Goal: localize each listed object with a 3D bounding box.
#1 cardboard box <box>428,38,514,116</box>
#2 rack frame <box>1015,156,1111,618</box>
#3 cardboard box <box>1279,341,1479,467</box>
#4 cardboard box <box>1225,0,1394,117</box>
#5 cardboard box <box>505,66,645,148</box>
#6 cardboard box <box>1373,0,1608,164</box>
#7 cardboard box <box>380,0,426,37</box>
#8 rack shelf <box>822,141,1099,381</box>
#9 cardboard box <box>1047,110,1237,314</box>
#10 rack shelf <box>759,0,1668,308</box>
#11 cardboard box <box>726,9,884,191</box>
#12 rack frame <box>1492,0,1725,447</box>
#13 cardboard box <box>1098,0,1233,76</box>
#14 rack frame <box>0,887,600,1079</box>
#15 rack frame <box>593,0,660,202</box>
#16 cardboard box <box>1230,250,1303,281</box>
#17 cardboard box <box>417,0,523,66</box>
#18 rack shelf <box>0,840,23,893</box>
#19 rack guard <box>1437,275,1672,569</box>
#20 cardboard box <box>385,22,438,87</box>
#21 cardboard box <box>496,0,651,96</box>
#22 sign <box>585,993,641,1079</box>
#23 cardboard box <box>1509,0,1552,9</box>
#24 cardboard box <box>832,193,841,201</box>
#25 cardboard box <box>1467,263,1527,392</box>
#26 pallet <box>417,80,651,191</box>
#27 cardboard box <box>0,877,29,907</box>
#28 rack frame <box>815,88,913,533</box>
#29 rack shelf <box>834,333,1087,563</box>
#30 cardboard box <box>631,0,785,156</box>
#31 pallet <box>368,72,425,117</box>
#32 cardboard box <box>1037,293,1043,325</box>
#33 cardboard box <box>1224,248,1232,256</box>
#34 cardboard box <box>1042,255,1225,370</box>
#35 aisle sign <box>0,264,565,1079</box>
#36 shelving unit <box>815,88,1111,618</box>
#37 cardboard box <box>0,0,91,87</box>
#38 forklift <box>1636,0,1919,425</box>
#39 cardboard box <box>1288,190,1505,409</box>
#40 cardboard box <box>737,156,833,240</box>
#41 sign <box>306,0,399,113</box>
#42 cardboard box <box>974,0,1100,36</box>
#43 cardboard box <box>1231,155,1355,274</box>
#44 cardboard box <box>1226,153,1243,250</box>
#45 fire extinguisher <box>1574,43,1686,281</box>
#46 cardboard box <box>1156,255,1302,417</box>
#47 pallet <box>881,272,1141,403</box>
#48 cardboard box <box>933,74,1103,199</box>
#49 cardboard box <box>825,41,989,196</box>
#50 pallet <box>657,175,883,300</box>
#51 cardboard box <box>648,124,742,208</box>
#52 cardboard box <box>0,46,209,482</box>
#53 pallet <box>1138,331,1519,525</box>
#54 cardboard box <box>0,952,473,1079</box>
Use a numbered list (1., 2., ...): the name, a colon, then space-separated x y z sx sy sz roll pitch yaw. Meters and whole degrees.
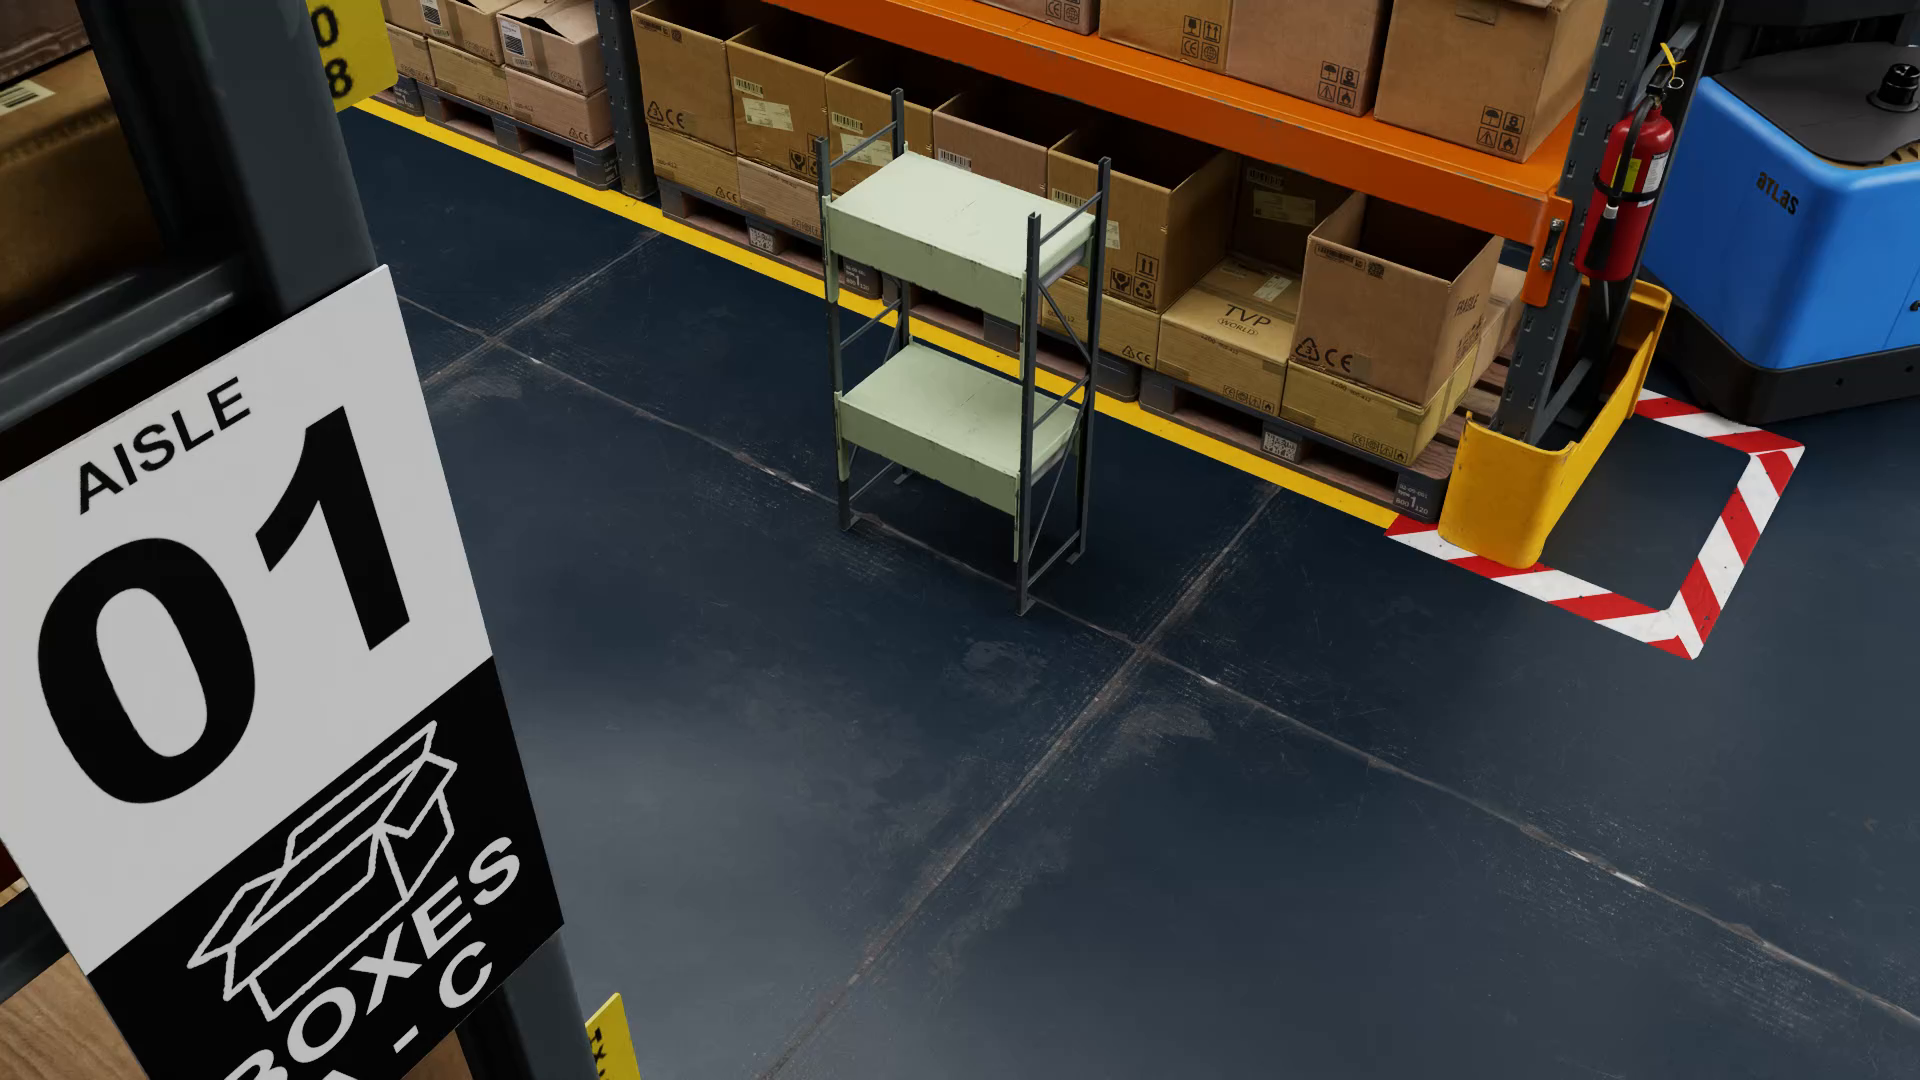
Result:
1. cardboard box: -2.103 -2.253 7.766 0.500 0.250 0.500 24 47 25
2. rack frame: 0.305 -0.416 5.090 0.023 1.500 0.400 25 48 25
3. cardboard box: 1.482 -0.571 5.885 0.500 0.250 0.500 25 48 25
4. cardboard box: 1.283 -1.816 5.455 0.500 0.500 0.700 26 48 26
5. cardboard box: -1.690 -2.059 7.548 0.500 0.250 0.500 25 47 25
6. cardboard box: 1.716 -1.618 5.233 0.500 0.500 0.700 25 48 25
7. cardboard box: -2.517 -2.654 7.793 0.500 0.311 0.500 25 47 25
8. rack shelf: 0.005 -0.847 4.987 0.720 0.370 0.431 25 48 25
9. cardboard box: 0.654 -1.224 6.053 0.500 0.500 0.500 25 48 25
10. rack shelf: 0.453 -1.892 6.155 4.000 0.370 1.077 25 48 25
11. cardboard box: -0.571 -1.802 6.699 0.500 0.500 0.500 25 48 25
12. rack frame: 2.091 -1.395 5.059 0.127 3.000 1.000 25 48 25
13. cardboard box: 0.880 -2.009 5.671 0.500 0.500 0.700 25 48 26
14. rack frame: -0.751 1.311 2.035 0.127 3.000 1.000 25 48 25
15. rack frame: -1.184 -2.926 6.771 0.127 3.000 1.000 25 48 25
16. cardboard box: 1.368 -1.043 6.413 0.500 0.250 0.500 25 48 25
17. cardboard box: -2.110 -2.461 7.578 0.500 0.311 0.500 26 48 26
18. rack shelf: -2.388 -0.304 2.131 4.000 0.370 1.077 25 48 25
19. rack guard: 2.110 -0.454 5.883 0.348 0.500 1.175 25 48 25
20. cardboard box: -2.522 -2.449 7.984 0.500 0.250 0.500 26 48 26
21. cardboard box: -1.680 -2.266 7.359 0.500 0.311 0.500 25 48 25
22. sign: -0.439 0.692 2.078 0.005 0.325 0.100 25 48 25
23. cardboard box: 1.668 -1.716 4.857 0.250 0.149 0.380 24 47 25
24. cardboard box: -0.166 -1.327 6.730 0.500 0.250 0.500 25 48 25
25. cardboard box: 1.779 -0.853 6.201 0.500 0.250 0.500 25 48 25
26. pallet: -1.810 -2.148 7.992 1.213 0.211 1.003 25 48 25
27. cardboard box: -1.368 0.539 2.434 0.500 0.500 0.500 25 48 25
28. rack frame: -0.294 -0.697 5.404 0.023 1.500 0.400 25 48 25
29. rack shelf: 0.005 -0.313 5.464 0.720 0.370 0.431 25 48 25
30. cardboard box: -0.984 -1.989 6.908 0.500 0.500 0.500 25 48 25
31. pallet: -2.813 -2.615 8.514 1.213 0.211 1.003 25 48 25
32. cardboard box: 0.247 -1.138 6.520 0.500 0.250 0.500 25 48 25
33. cardboard box: 0.959 -1.234 6.627 0.500 0.250 0.500 25 48 25
34. cardboard box: 0.655 -0.946 6.305 0.500 0.250 0.500 25 48 25
35. aisle sign: -0.519 0.206 1.321 0.004 0.787 0.394 25 48 25
36. shelving unit: 0.005 -0.556 5.247 0.755 1.500 0.431 25 48 25
37. cardboard box: -0.927 -0.504 0.975 0.500 0.500 0.500 22 46 22
38. forklift: 2.954 -2.512 6.360 1.130 2.935 3.031 -10 43 -11
39. cardboard box: 1.481 -0.849 5.634 0.500 0.500 0.500 25 48 25
40. cardboard box: -0.572 -1.521 6.947 0.500 0.250 0.500 25 48 25
41. sign: -0.439 -0.429 1.075 0.005 0.325 0.100 25 48 25
42. cardboard box: 0.447 -2.209 5.894 0.500 0.500 0.700 27 48 27
43. cardboard box: 1.369 -1.323 6.164 0.500 0.500 0.500 25 48 25
44. cardboard box: 0.952 -1.508 6.370 0.500 0.500 0.500 25 48 25
45. fire extinguisher: 1.921 -1.067 4.751 0.183 0.674 0.296 25 48 25
46. cardboard box: 1.066 -0.755 6.092 0.500 0.250 0.500 25 48 25
47. pallet: 0.446 -1.093 6.813 1.213 0.211 1.003 25 48 25
48. cardboard box: 0.245 -1.416 6.268 0.500 0.500 0.500 25 48 25
49. cardboard box: -0.166 -1.606 6.480 0.500 0.500 0.500 25 48 25
50. pallet: -0.557 -1.560 7.335 1.213 0.211 1.003 25 48 25
51. cardboard box: -0.979 -1.715 7.164 0.500 0.250 0.500 25 48 25
52. cardboard box: -0.881 -0.116 1.291 0.500 0.500 0.500 26 48 26
53. pallet: 1.440 -0.626 6.291 1.213 0.211 1.003 25 48 25
54. cardboard box: -0.969 0.733 2.216 0.500 0.500 0.500 25 48 25
